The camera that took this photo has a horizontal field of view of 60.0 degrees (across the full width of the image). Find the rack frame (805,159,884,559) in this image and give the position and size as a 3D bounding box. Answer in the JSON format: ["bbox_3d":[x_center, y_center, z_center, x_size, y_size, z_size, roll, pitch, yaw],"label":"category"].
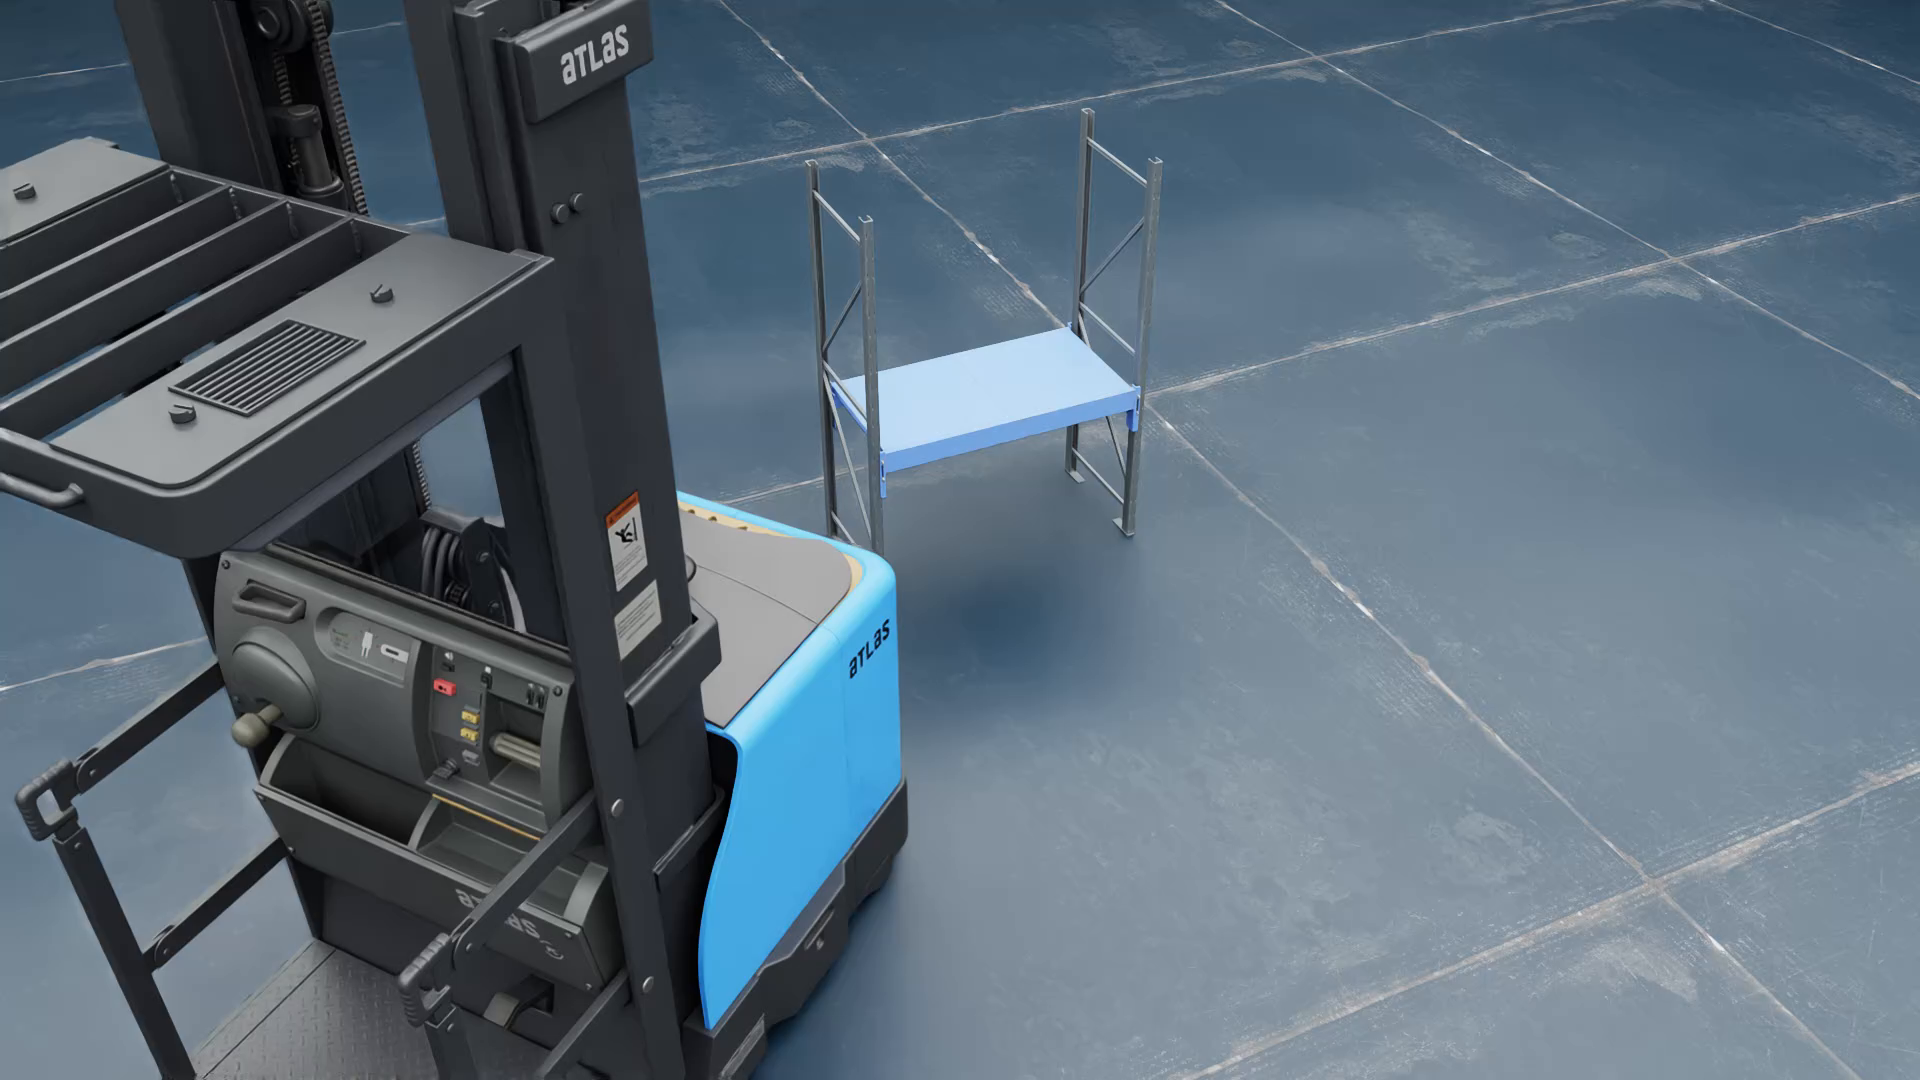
[{"bbox_3d":[-0.383,-0.495,5.659,0.032,1.500,0.500,-16,39,-20],"label":"rack frame"}]

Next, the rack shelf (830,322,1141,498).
[{"bbox_3d":[0.077,-0.480,5.939,1.000,0.185,0.538,-16,39,-20],"label":"rack shelf"}]

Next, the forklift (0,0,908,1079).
[{"bbox_3d":[-1.276,0.383,3.273,1.130,2.935,3.031,17,40,22],"label":"forklift"}]

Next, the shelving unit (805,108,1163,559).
[{"bbox_3d":[0.077,-0.624,5.832,1.048,1.500,0.538,-16,39,-20],"label":"shelving unit"}]

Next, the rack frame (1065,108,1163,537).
[{"bbox_3d":[0.537,-0.753,6.006,0.032,1.500,0.500,-16,39,-20],"label":"rack frame"}]
